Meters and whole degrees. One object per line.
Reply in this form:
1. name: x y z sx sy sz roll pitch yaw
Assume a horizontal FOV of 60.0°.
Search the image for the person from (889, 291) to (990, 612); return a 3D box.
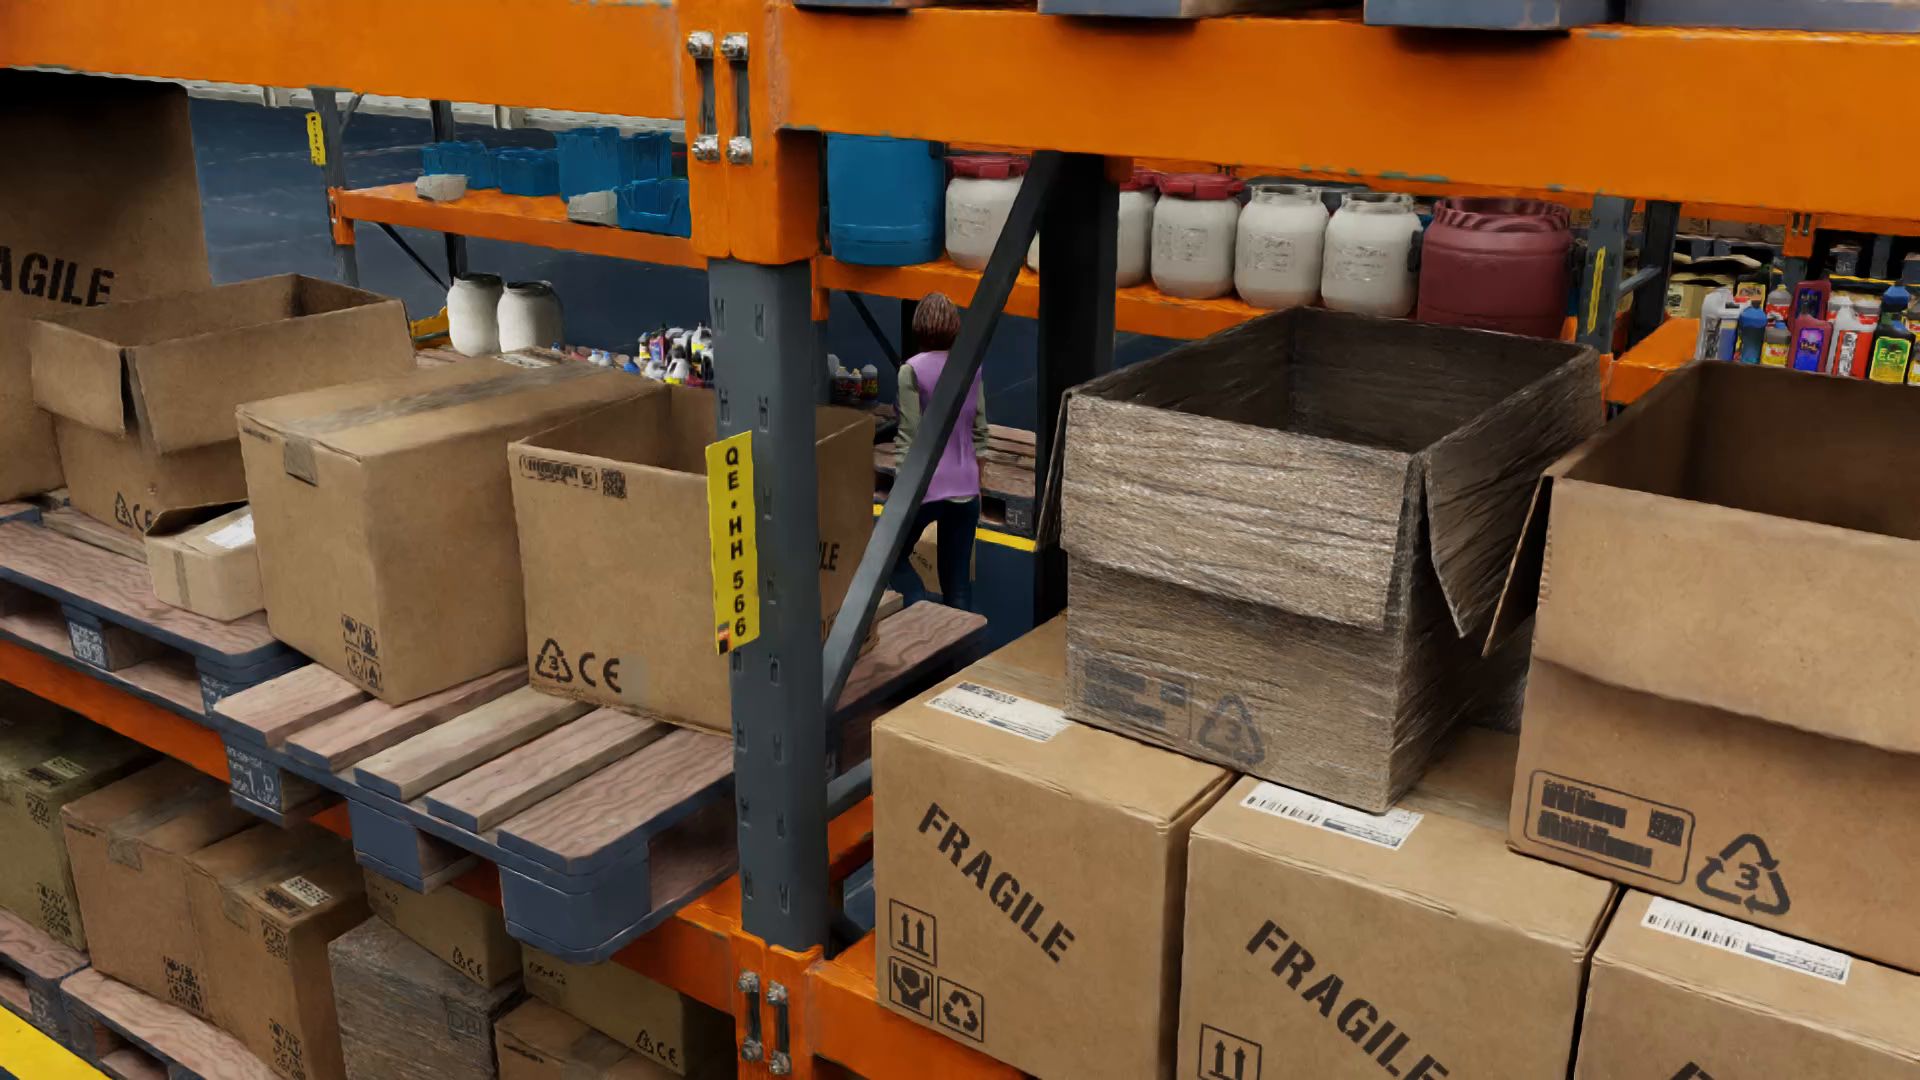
1. person: -0.076 -0.161 6.499 0.445 1.573 0.461 -10 22 -24
